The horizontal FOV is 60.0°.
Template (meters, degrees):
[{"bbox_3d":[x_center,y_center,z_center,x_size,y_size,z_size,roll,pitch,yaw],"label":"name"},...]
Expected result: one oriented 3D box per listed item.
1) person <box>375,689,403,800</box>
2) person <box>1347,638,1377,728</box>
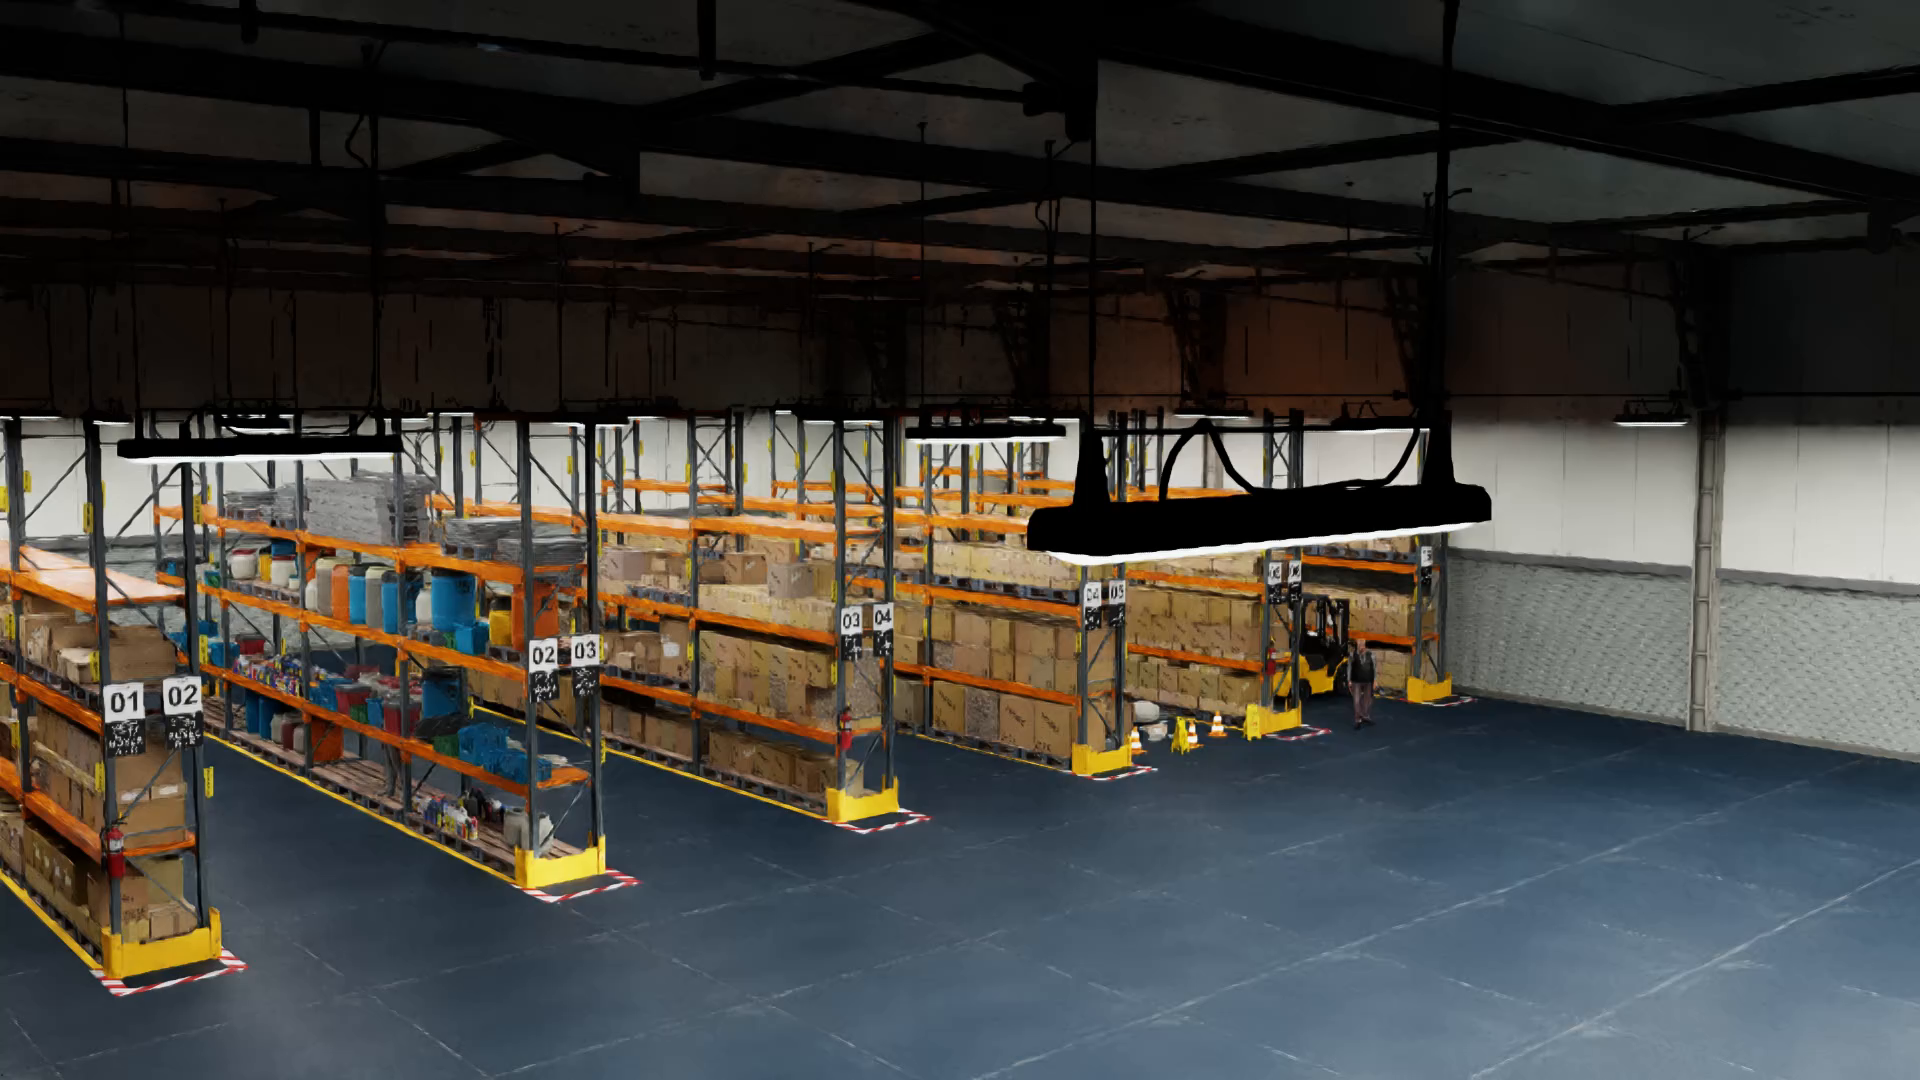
[{"bbox_3d":[-8.575,3.070,25.114,0.477,1.664,0.642,-3,6,-30],"label":"person"},{"bbox_3d":[7.657,2.703,31.684,0.560,1.712,0.588,0,5,5],"label":"person"}]
